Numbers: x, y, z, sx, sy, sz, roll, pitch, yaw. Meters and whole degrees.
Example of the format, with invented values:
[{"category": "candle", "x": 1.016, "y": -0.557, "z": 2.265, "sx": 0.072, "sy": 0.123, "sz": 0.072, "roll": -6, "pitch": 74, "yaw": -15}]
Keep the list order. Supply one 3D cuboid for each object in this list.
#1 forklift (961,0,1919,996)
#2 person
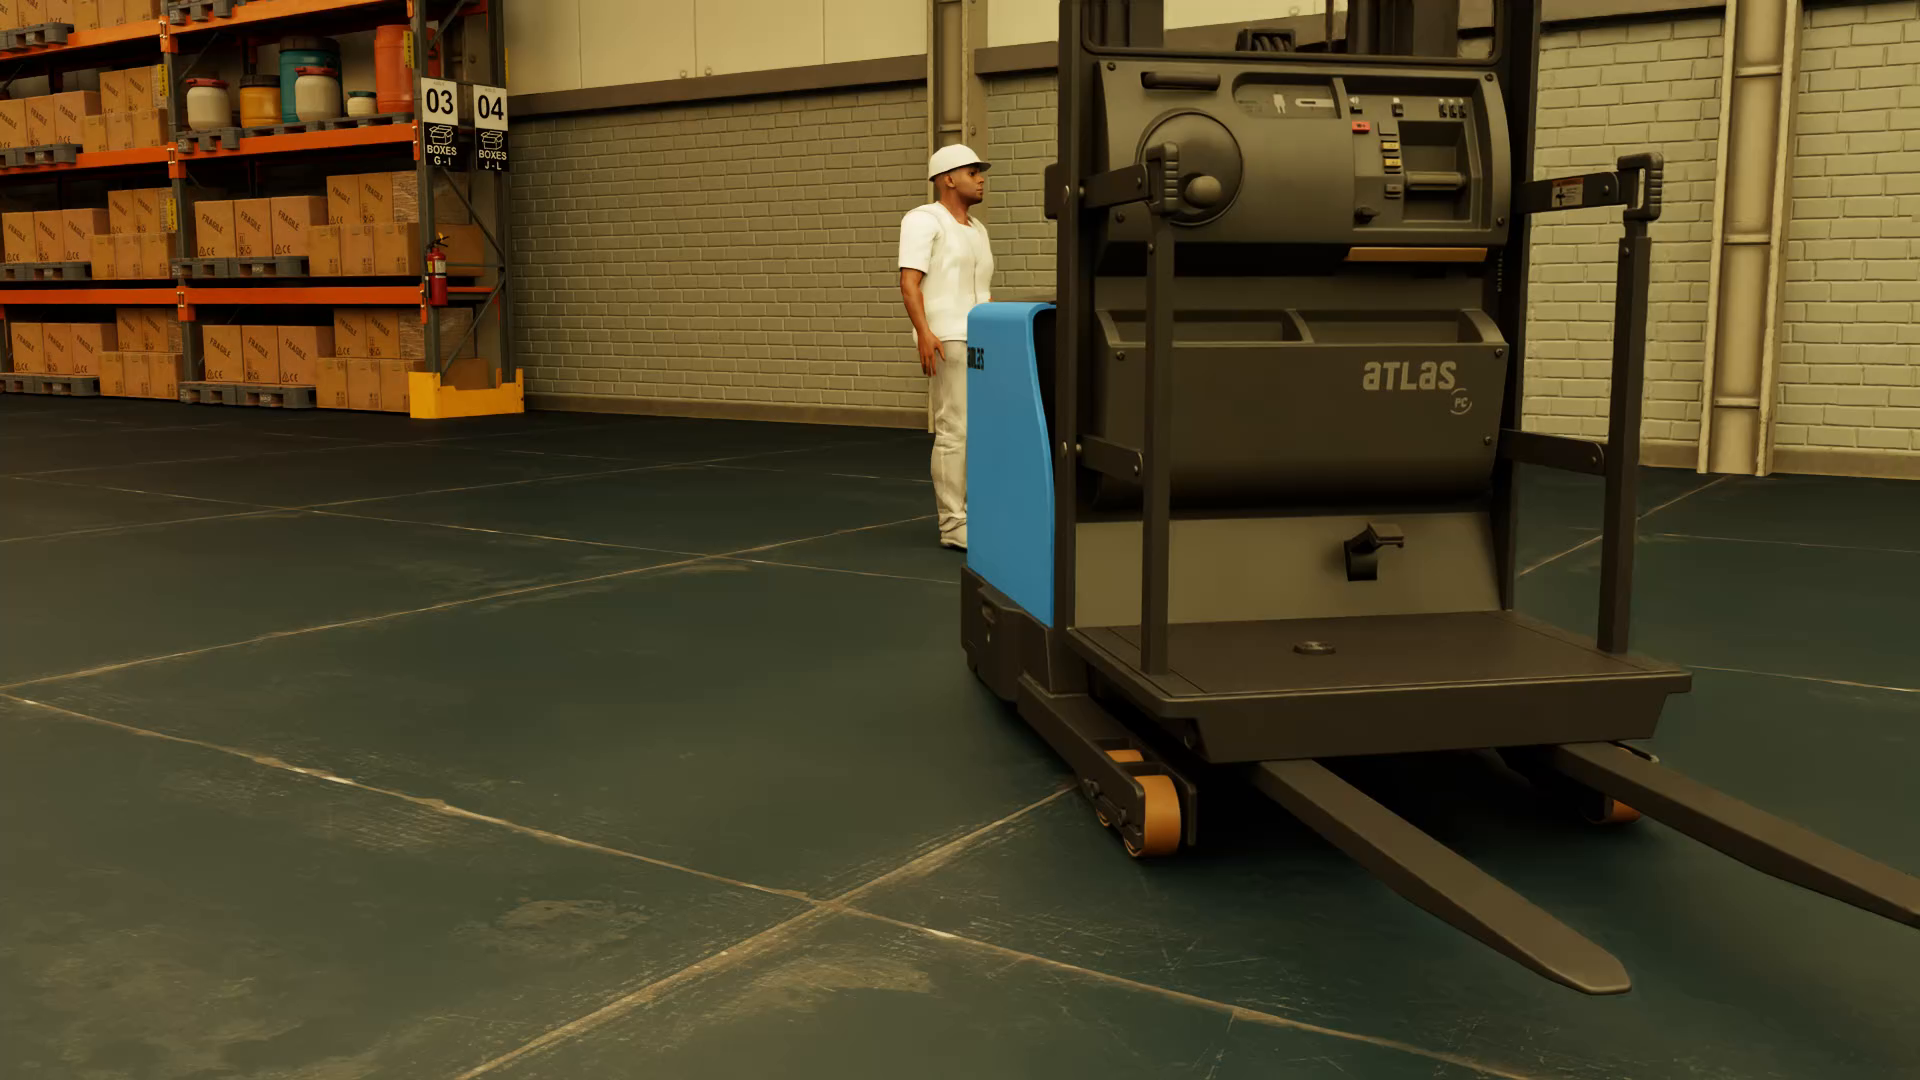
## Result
[{"category": "forklift", "x": 0.805, "y": -0.887, "z": 3.428, "sx": 1.130, "sy": 2.935, "sz": 3.031, "roll": -2, "pitch": 8, "yaw": -12}, {"category": "person", "x": 0.055, "y": -0.875, "z": 7.435, "sx": 0.575, "sy": 1.768, "sz": 0.665, "roll": 5, "pitch": 10, "yaw": 34}]
